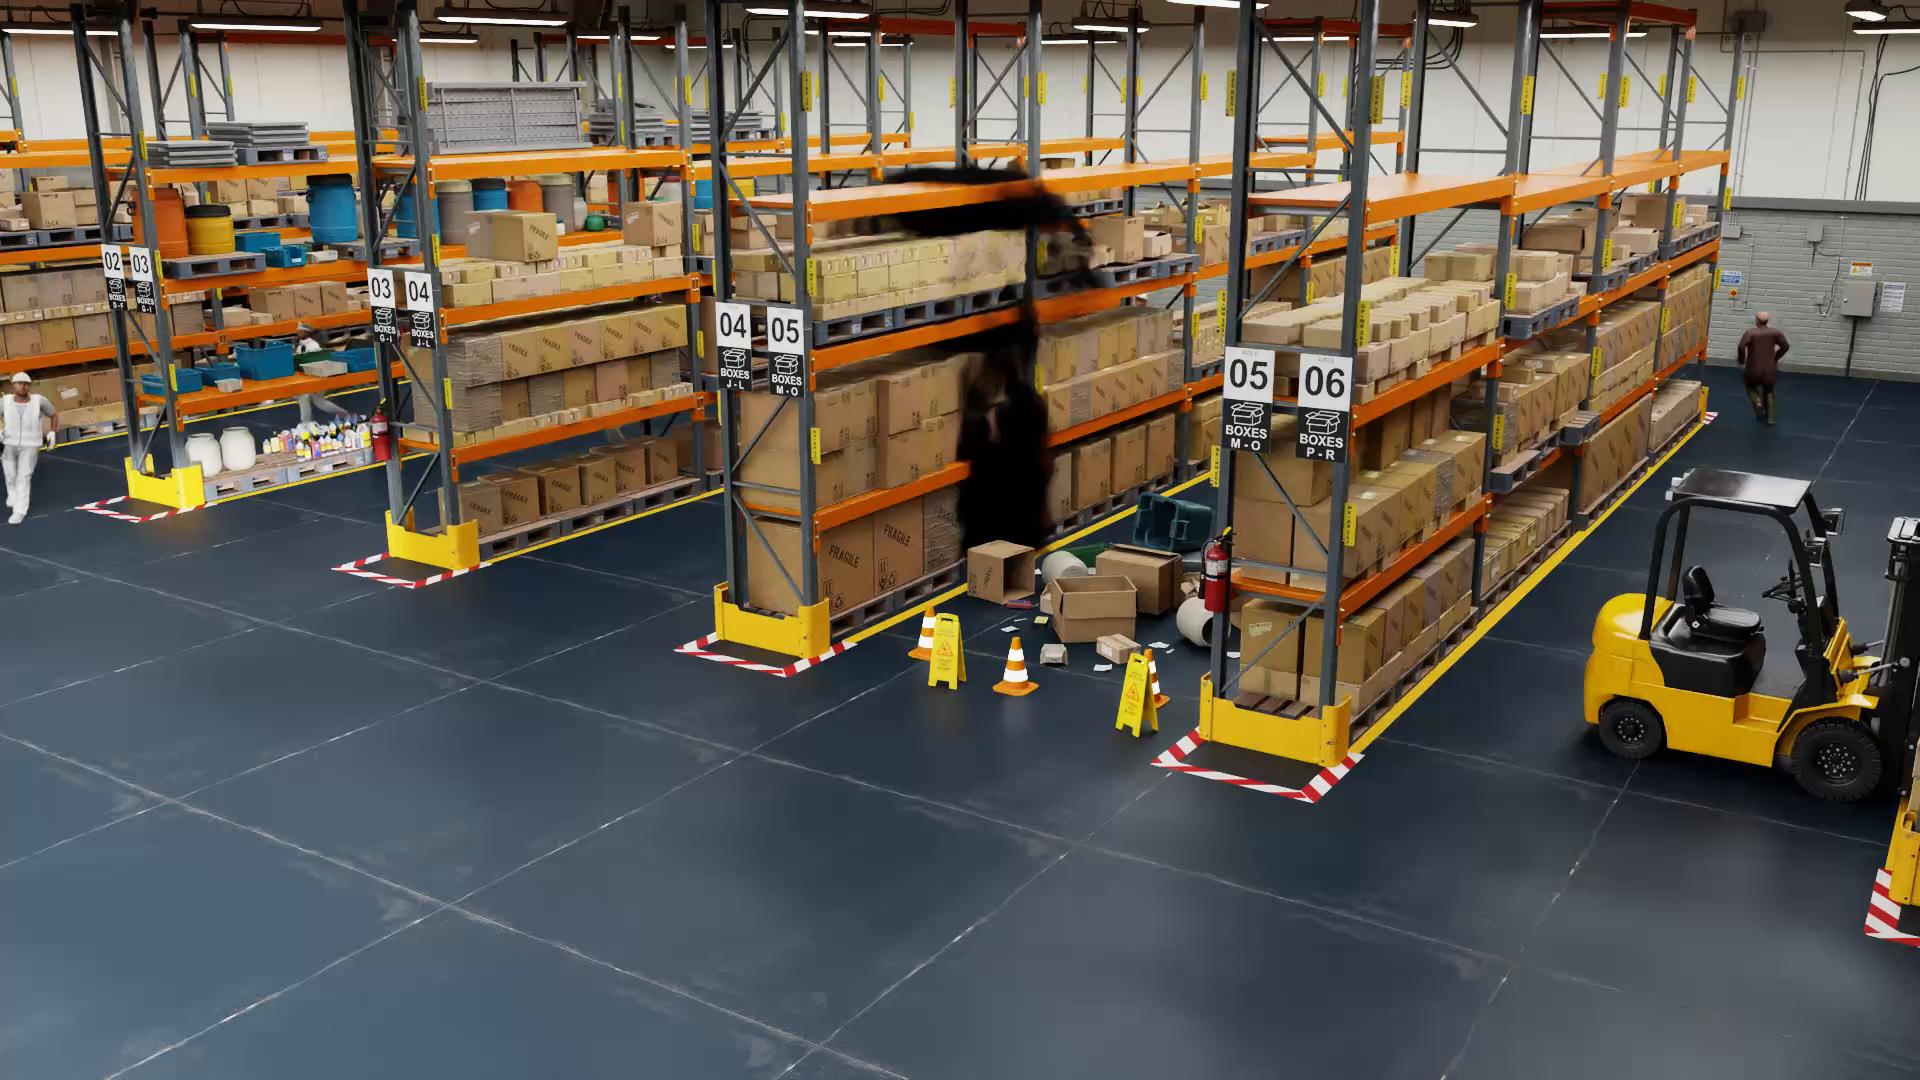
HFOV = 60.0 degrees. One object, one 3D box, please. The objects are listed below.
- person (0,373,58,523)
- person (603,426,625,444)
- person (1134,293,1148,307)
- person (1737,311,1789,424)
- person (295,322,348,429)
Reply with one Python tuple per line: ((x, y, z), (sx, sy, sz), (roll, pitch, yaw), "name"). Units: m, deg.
((-11.279, -1.145, 20.055), (0.744, 1.736, 0.953), (-6, 17, -20), "person")
((-4.813, -1.912, 22.812), (0.672, 1.771, 0.838), (7, 17, 24), "person")
((2.909, -3.110, 27.065), (0.631, 1.844, 0.735), (8, 18, 28), "person")
((12.288, -2.664, 25.593), (0.774, 1.721, 0.580), (3, 16, 11), "person")
((-9.538, -2.397, 24.598), (0.573, 1.696, 0.846), (13, 20, 39), "person")
